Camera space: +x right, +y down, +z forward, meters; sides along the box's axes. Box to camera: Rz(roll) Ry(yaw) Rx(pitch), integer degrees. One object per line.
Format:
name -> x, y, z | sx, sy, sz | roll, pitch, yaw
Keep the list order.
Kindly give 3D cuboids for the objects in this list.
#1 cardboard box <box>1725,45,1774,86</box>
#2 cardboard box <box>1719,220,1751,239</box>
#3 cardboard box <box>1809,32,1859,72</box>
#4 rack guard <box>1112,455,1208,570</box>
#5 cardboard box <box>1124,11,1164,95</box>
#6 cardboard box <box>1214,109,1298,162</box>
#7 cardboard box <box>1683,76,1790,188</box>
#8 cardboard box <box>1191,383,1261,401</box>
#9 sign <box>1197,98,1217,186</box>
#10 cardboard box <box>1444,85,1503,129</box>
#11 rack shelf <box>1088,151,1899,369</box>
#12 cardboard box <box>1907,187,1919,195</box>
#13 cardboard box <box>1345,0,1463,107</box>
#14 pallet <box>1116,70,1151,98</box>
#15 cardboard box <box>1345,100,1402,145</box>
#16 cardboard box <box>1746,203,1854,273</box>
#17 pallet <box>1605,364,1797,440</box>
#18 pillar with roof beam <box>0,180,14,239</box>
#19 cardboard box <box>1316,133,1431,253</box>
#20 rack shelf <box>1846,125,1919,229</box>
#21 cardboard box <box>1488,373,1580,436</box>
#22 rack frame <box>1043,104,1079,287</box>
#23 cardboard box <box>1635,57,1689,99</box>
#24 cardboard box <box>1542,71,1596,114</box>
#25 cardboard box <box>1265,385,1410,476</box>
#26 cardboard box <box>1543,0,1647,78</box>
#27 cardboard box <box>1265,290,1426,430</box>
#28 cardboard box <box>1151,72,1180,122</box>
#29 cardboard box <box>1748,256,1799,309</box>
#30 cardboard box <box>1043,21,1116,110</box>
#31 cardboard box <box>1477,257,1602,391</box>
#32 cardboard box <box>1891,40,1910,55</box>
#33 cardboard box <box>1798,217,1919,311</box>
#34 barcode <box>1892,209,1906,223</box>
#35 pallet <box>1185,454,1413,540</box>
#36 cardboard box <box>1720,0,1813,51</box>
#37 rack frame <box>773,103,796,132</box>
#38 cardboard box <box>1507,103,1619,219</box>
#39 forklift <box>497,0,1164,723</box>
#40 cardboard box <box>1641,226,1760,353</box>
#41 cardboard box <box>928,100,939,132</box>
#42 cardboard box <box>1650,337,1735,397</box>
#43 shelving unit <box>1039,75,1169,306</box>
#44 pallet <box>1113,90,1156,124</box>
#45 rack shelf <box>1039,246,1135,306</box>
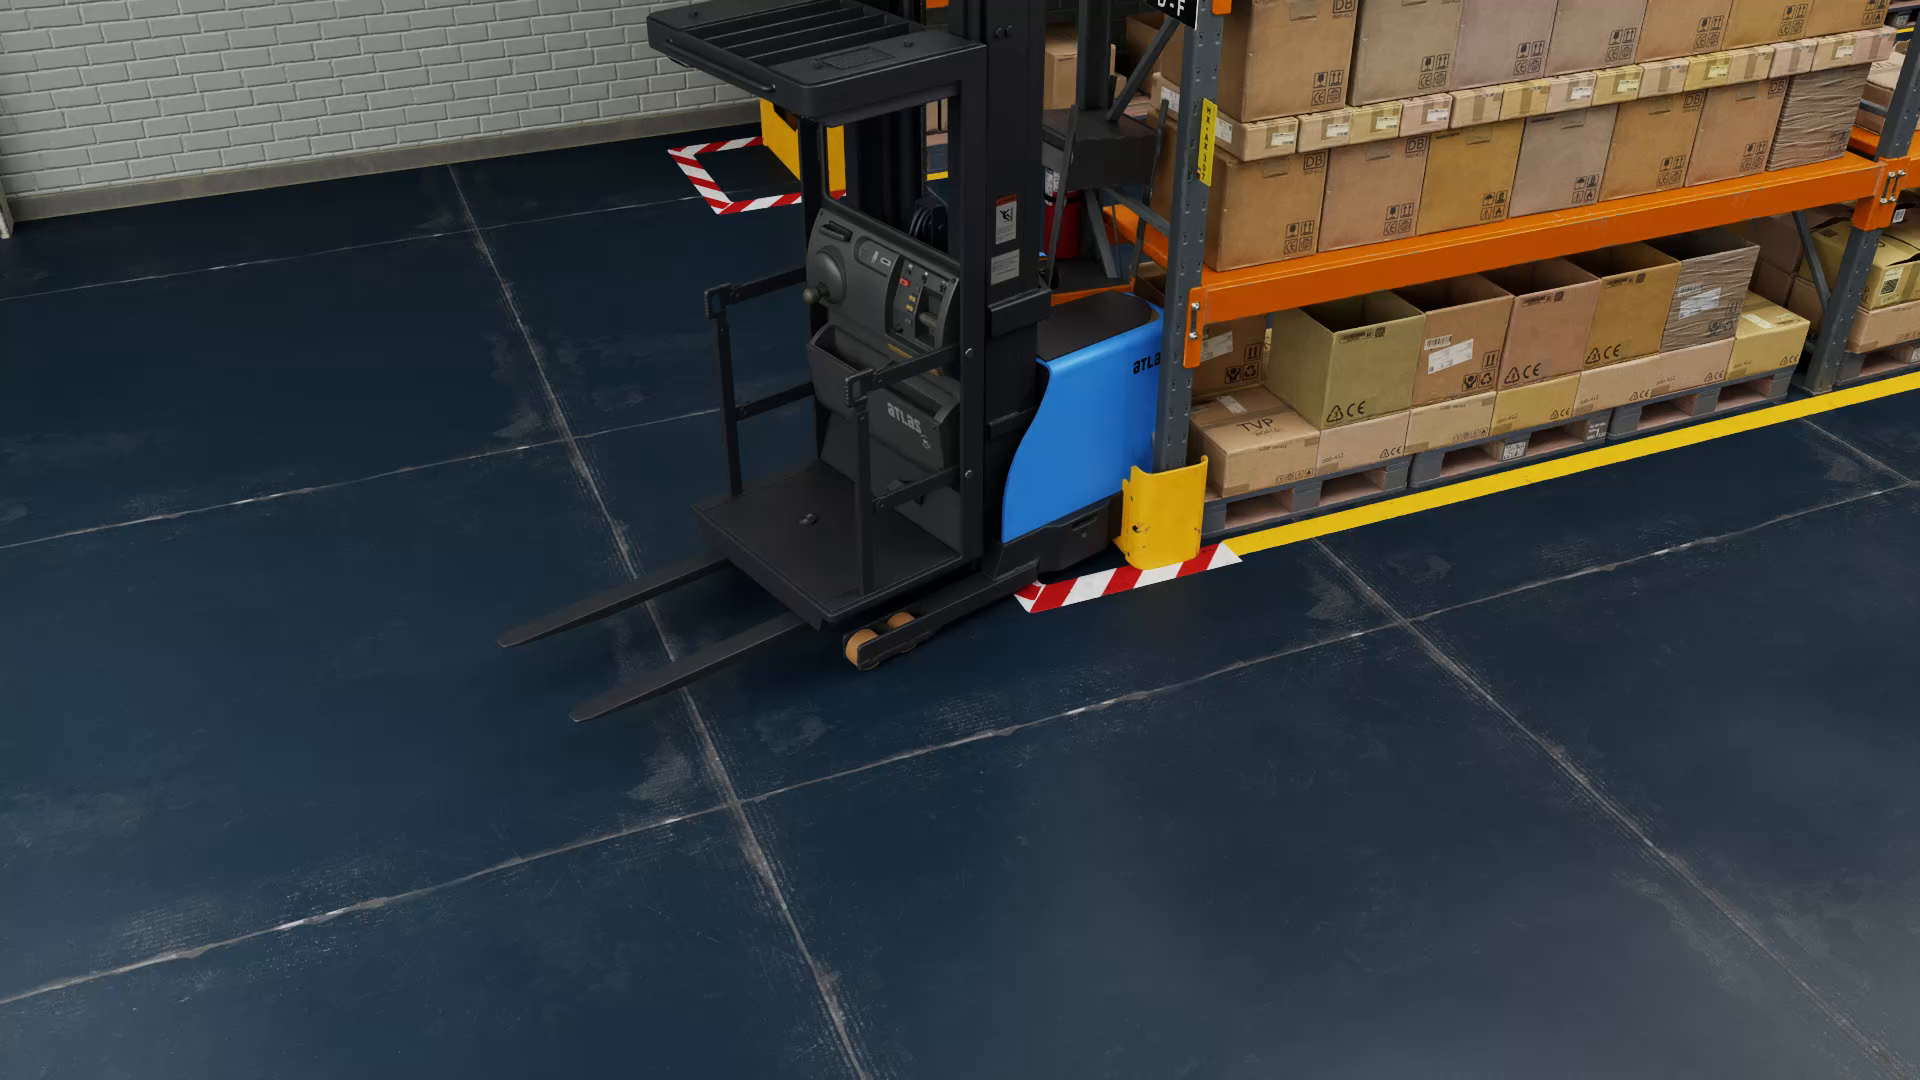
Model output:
cardboard box -> 3.570, -2.275, 7.809 | 0.250, 0.149, 0.380 | -13, 35, -19
cardboard box -> 3.900, -1.687, 9.041 | 0.500, 0.500, 0.500 | -13, 35, -19
cardboard box -> 4.052, -2.387, 7.982 | 0.250, 0.149, 0.380 | -14, 35, -20
rack guard -> 0.738, -0.392, 7.894 | 0.348, 0.500, 1.175 | -13, 35, -19
cardboard box -> 1.586, -3.677, 12.540 | 0.500, 0.500, 0.500 | -16, 36, -22
cardboard box -> 1.206, -1.733, 6.977 | 0.250, 0.149, 0.380 | -13, 35, -19
cardboard box -> 3.558, -2.120, 8.166 | 0.500, 0.500, 0.700 | -13, 35, -19
cardboard box -> 1.141, -0.730, 8.258 | 0.500, 0.250, 0.500 | -13, 35, -19
sign -> 0.970, -1.561, 6.532 | 0.005, 0.325, 0.100 | -13, 35, -19
cardboard box -> 2.157, -1.952, 7.314 | 0.250, 0.149, 0.380 | -14, 36, -21
rack shelf -> 2.605, -1.566, 8.066 | 4.000, 0.370, 1.077 | -13, 35, -19
cardboard box -> 5.649, -1.995, 9.688 | 0.500, 0.311, 0.500 | -13, 35, -19
cardboard box -> 1.728, -2.248, 7.173 | 0.500, 0.500, 0.700 | -14, 36, -20
pallet -> 1.922, -3.451, 12.861 | 1.213, 0.211, 1.003 | -13, 35, -19
cardboard box -> 1.679, -1.843, 7.145 | 0.250, 0.149, 0.380 | -13, 35, -19
cardboard box -> 4.711, -1.778, 9.354 | 0.500, 0.311, 0.500 | -13, 35, -19
pallet -> 3.699, -0.974, 9.053 | 1.213, 0.211, 1.003 | -13, 35, -19
pillar with roof beam -> -4.716, -3.601, 5.033 | 0.400, 9.000, 9.100 | -13, 35, -19
cardboard box -> 1.678, -1.692, 7.509 | 0.500, 0.500, 0.700 | -12, 35, -18
rack shelf -> 6.293, -2.410, 9.364 | 4.000, 0.370, 1.077 | -13, 35, -19
cardboard box -> 2.725, -0.786, 8.343 | 0.500, 0.250, 0.500 | -13, 35, -19
rack frame -> 0.247, -0.975, 7.499 | 0.015, 2.100, 0.400 | -13, 36, -32
cardboard box -> 3.110, -2.171, 7.650 | 0.250, 0.149, 0.380 | -12, 35, -18
cardboard box -> 2.623, -2.058, 7.475 | 0.250, 0.149, 0.380 | -13, 35, -18
cardboard box -> 1.801, -0.577, 8.023 | 0.500, 0.250, 0.500 | -13, 35, -19
cardboard box -> 2.654, -2.461, 7.500 | 0.500, 0.500, 0.700 | -13, 35, -19
cardboard box -> 1.801, -0.891, 7.817 | 0.500, 0.500, 0.500 | -13, 35, -19
cardboard box -> 1.039, -1.935, 7.288 | 0.250, 0.149, 0.380 | -13, 35, -20
cardboard box -> 4.719, -1.546, 9.512 | 0.500, 0.250, 0.500 | -13, 35, -19
cardboard box -> 0.734, -3.423, 12.149 | 0.500, 0.500, 0.700 | -15, 36, -22
cardboard box -> 2.725, -1.100, 8.138 | 0.500, 0.500, 0.500 | -13, 35, -19
cardboard box -> 5.188, -2.511, 8.982 | 0.258, 0.266, 0.396 | -14, 35, -20
cardboard box -> 4.926, -1.510, 8.943 | 0.500, 0.311, 0.500 | -13, 35, -19
barcode -> 4.845, -1.673, 8.579 | 0.075, 0.075, 0.001 | -13, 35, -19
pallet -> 1.450, -0.459, 8.262 | 1.213, 0.211, 1.003 | -13, 35, -19
cardboard box -> 3.577, -2.671, 7.824 | 0.500, 0.500, 0.700 | -13, 35, -19
rack frame -> -1.161, -3.935, 11.048 | 0.127, 3.000, 1.000 | -13, 35, -19
cardboard box -> 2.622, -1.907, 7.839 | 0.500, 0.500, 0.700 | -12, 35, -18
forklift -> -0.485, -1.014, 6.622 | 3.031, 2.935, 1.130 | -24, 40, -32
cardboard box -> 3.640, -1.320, 8.477 | 0.500, 0.500, 0.500 | -13, 35, -19
cardboard box -> -0.488, -3.093, 11.816 | 0.500, 0.311, 0.500 | -17, 37, -24
cardboard box -> 3.641, -1.005, 8.680 | 0.500, 0.250, 0.500 | -13, 35, -19
shelving unit -> 0.450, -1.020, 7.627 | 0.503, 2.100, 0.431 | -13, 36, -32
pallet -> 0.795, -3.192, 12.462 | 1.213, 0.211, 1.003 | -13, 35, -19
rack shelf -> 0.448, -1.009, 7.634 | 0.480, 0.518, 0.431 | -13, 36, -32
